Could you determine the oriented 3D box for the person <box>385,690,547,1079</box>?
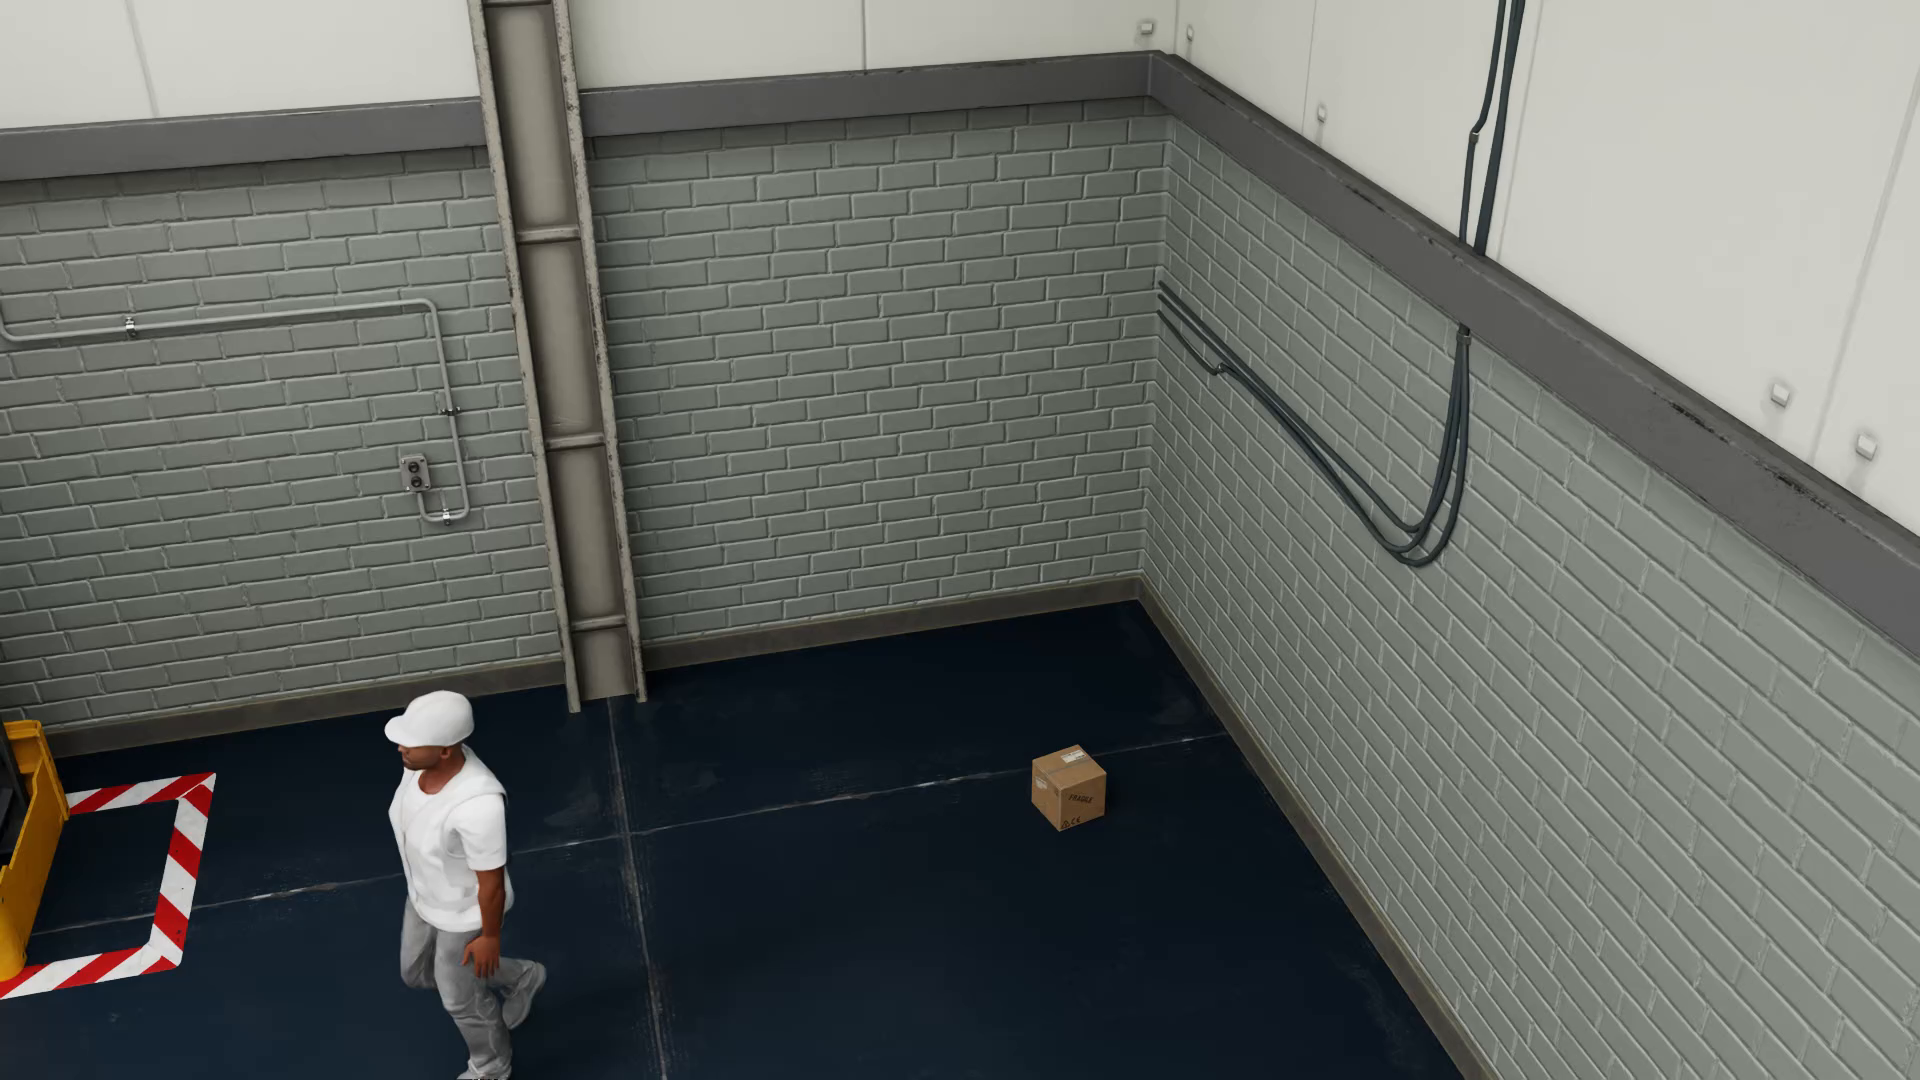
[{"bbox_3d":[-1.778,1.268,5.983,0.556,1.754,0.571,-22,37,-33],"label":"person"}]
